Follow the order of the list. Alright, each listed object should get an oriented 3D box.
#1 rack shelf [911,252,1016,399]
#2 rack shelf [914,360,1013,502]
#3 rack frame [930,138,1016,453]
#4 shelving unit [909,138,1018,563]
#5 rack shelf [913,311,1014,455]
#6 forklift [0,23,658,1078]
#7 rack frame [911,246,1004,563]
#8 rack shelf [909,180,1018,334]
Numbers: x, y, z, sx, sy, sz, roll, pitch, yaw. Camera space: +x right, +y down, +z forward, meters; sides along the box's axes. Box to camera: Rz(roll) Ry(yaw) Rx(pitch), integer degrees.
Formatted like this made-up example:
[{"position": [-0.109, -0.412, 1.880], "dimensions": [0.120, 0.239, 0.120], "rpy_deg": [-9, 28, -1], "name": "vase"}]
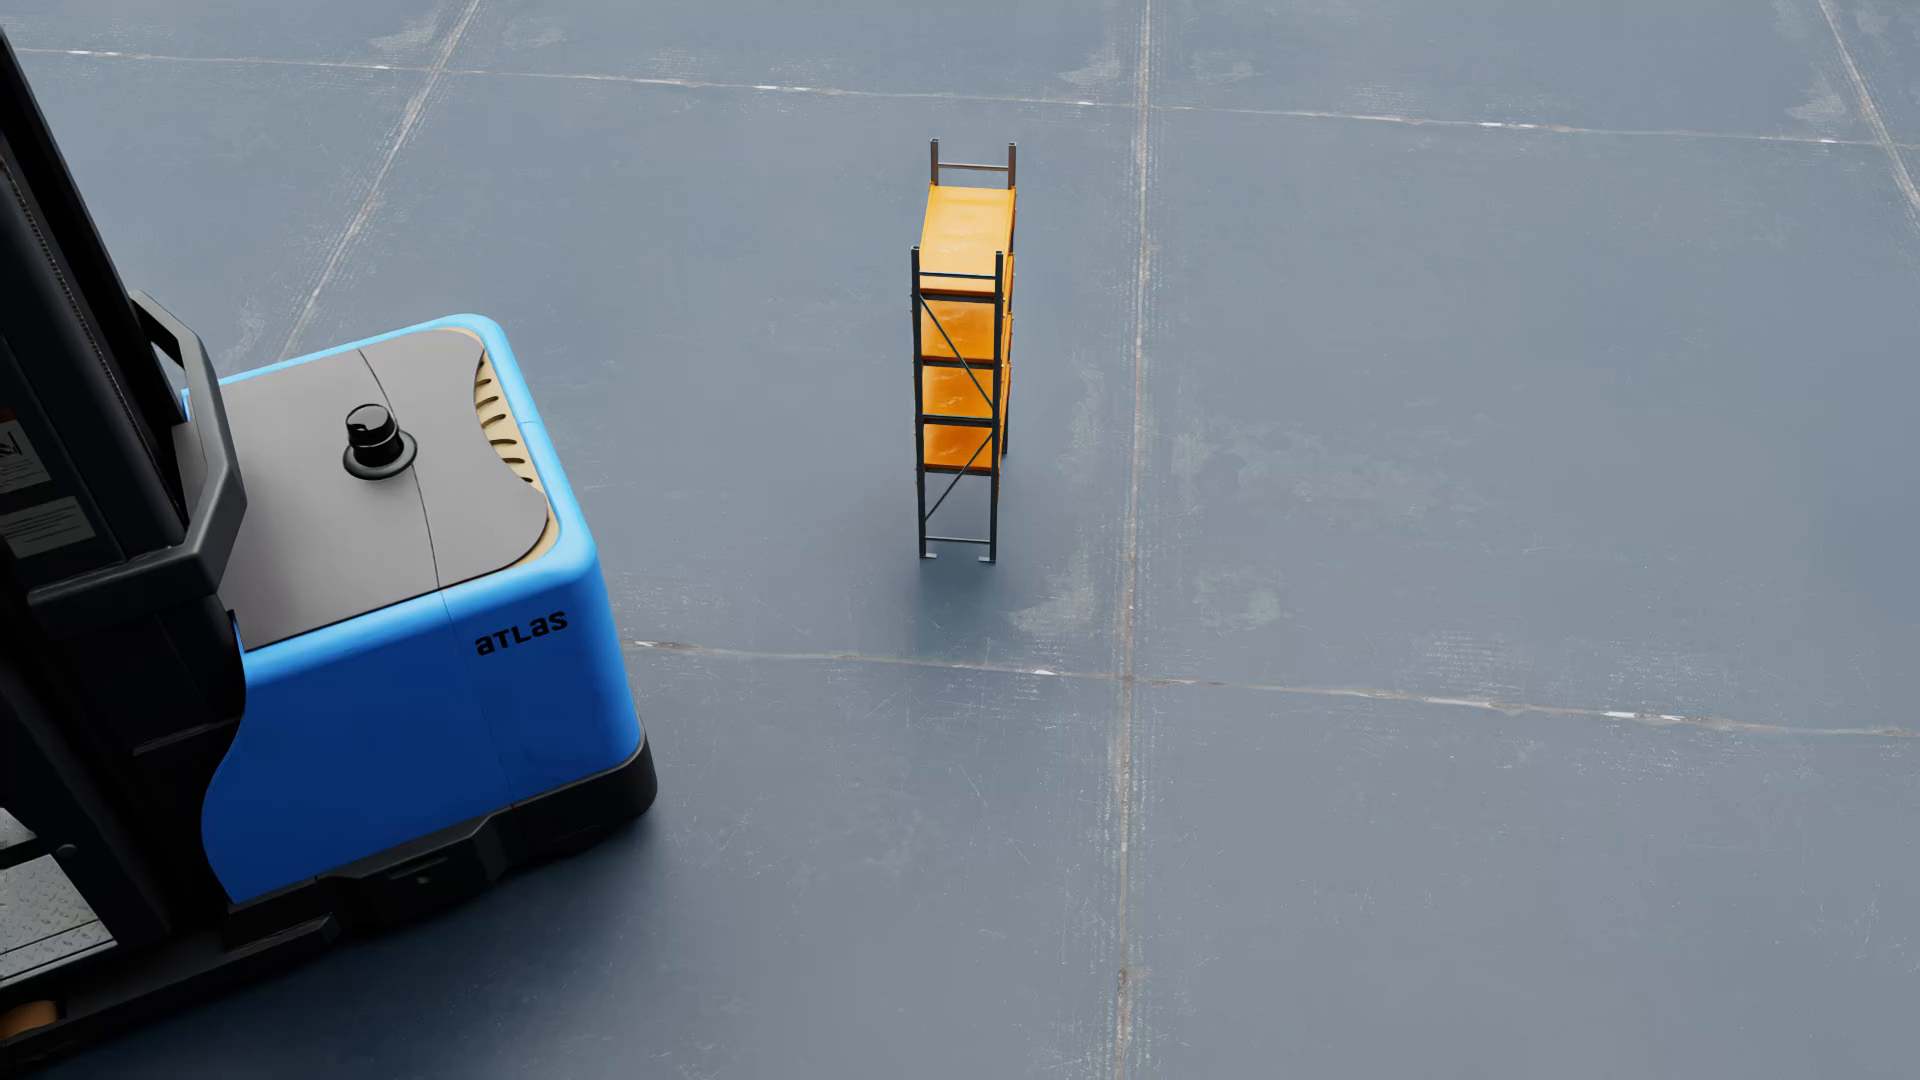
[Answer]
[{"position": [0.015, -0.632, 4.803], "dimensions": [0.258, 0.148, 0.480], "rpy_deg": [4, 48, 4], "name": "rack shelf"}, {"position": [0.015, -0.347, 5.115], "dimensions": [0.258, 0.148, 0.480], "rpy_deg": [4, 48, 4], "name": "rack shelf"}, {"position": [0.037, -0.706, 5.083], "dimensions": [0.240, 1.200, 0.015], "rpy_deg": [4, 48, 4], "name": "rack frame"}, {"position": [0.015, -0.527, 4.919], "dimensions": [0.258, 1.200, 0.503], "rpy_deg": [4, 48, 4], "name": "shelving unit"}, {"position": [0.015, -0.481, 4.968], "dimensions": [0.258, 0.148, 0.480], "rpy_deg": [4, 48, 4], "name": "rack shelf"}, {"position": [-2.383, -0.096, 3.352], "dimensions": [3.031, 2.935, 1.130], "rpy_deg": [-19, 50, -17], "name": "forklift"}, {"position": [-0.007, -0.347, 4.755], "dimensions": [0.240, 1.200, 0.015], "rpy_deg": [4, 48, 4], "name": "rack frame"}, {"position": [0.015, -0.792, 4.629], "dimensions": [0.258, 0.148, 0.480], "rpy_deg": [4, 48, 4], "name": "rack shelf"}]
